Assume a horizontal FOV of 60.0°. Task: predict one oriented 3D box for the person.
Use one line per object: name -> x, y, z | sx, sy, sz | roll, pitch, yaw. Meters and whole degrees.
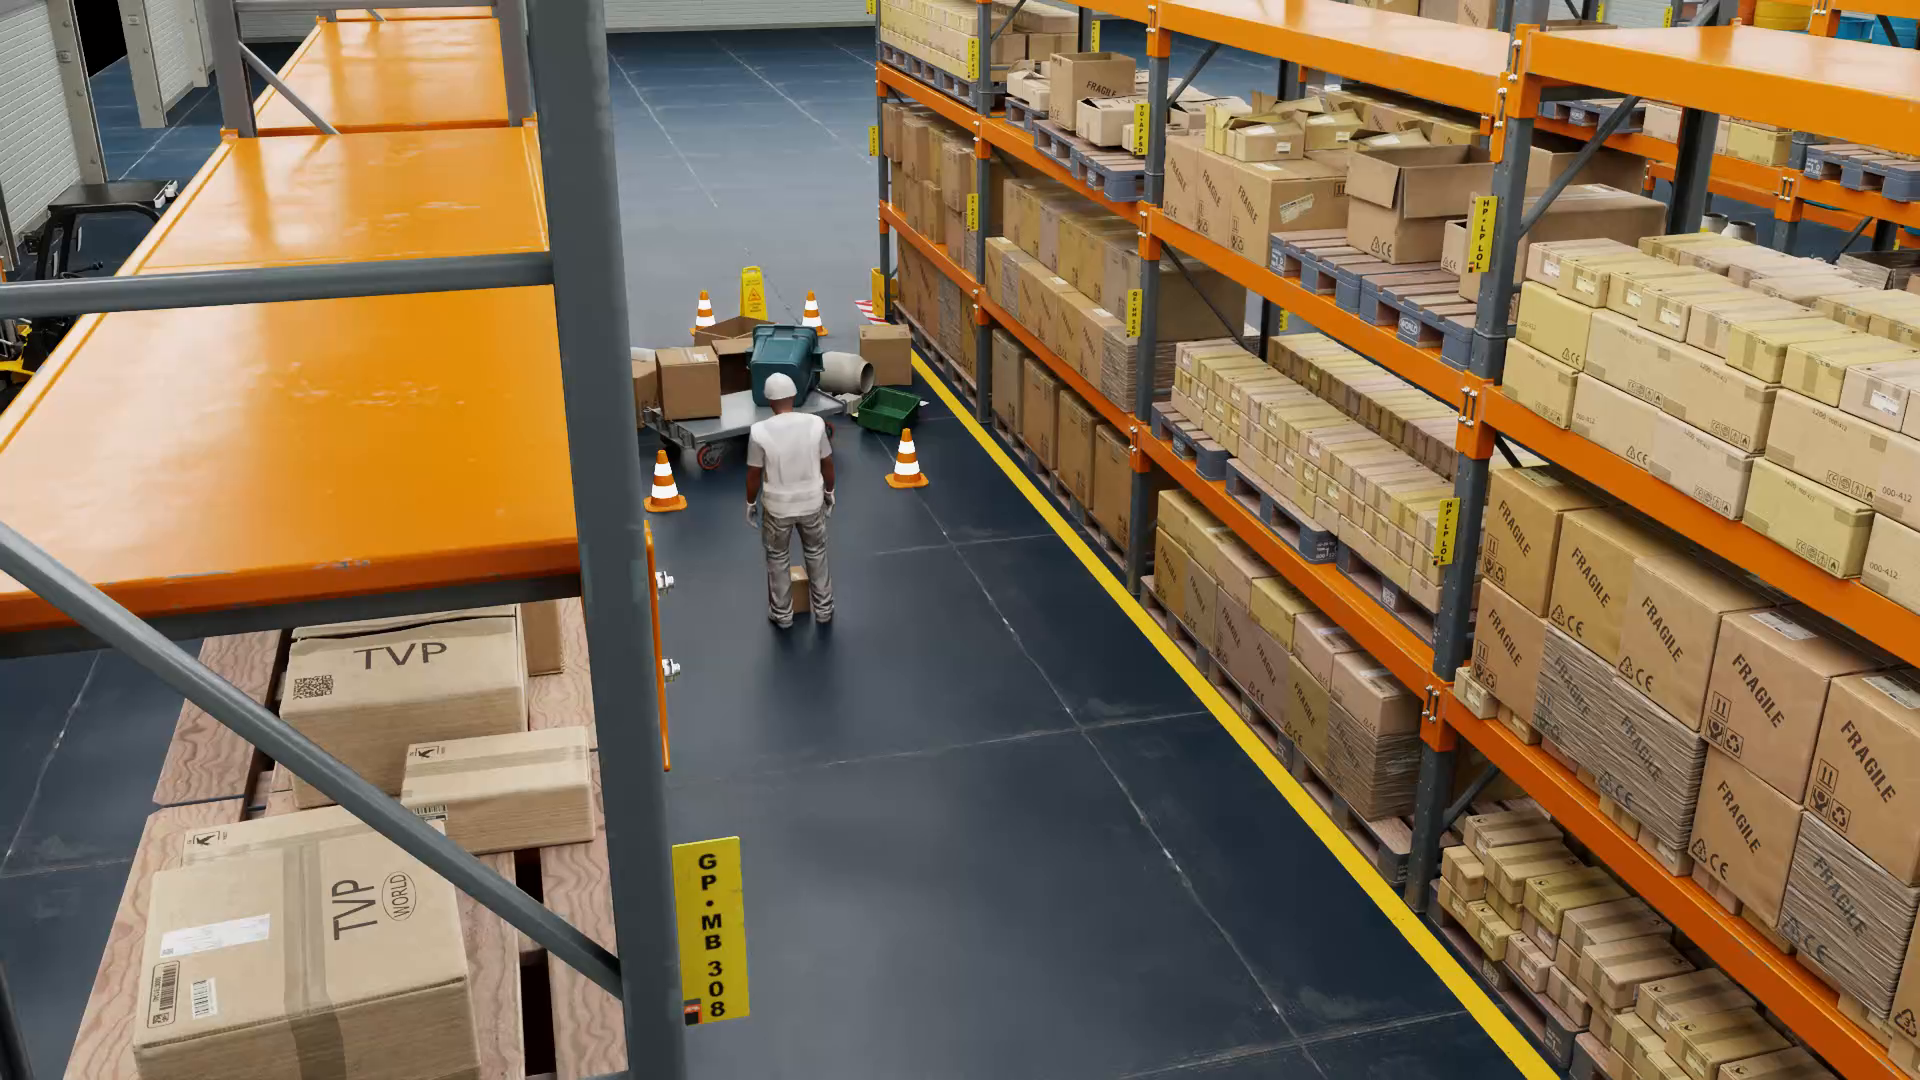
person -> -1.147, -0.260, 11.276 | 0.625, 1.773, 0.452 | -8, 24, -18
